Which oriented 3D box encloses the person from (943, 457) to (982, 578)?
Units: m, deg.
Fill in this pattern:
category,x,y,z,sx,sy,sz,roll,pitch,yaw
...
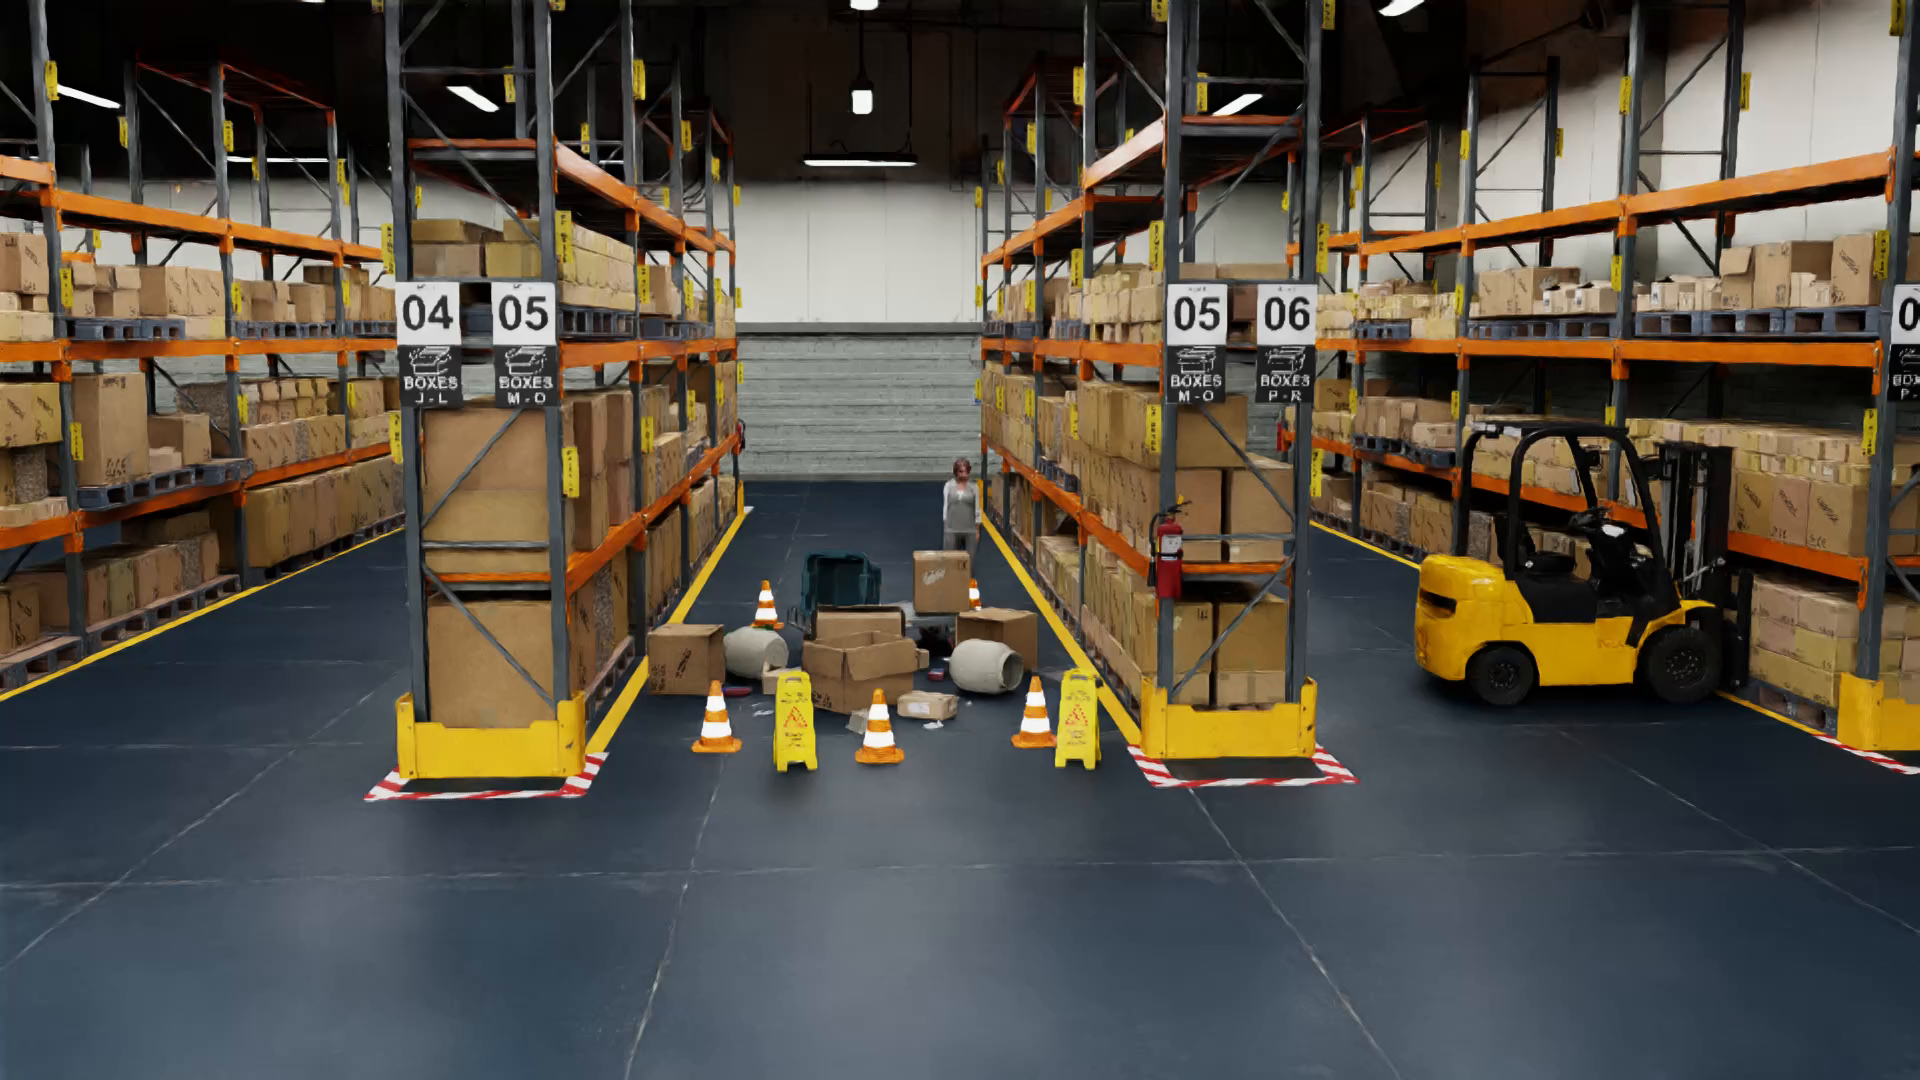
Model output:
category,x,y,z,sx,sy,sz,roll,pitch,yaw
person,0.024,-0.060,17.366,0.407,1.580,0.299,0,7,-3
